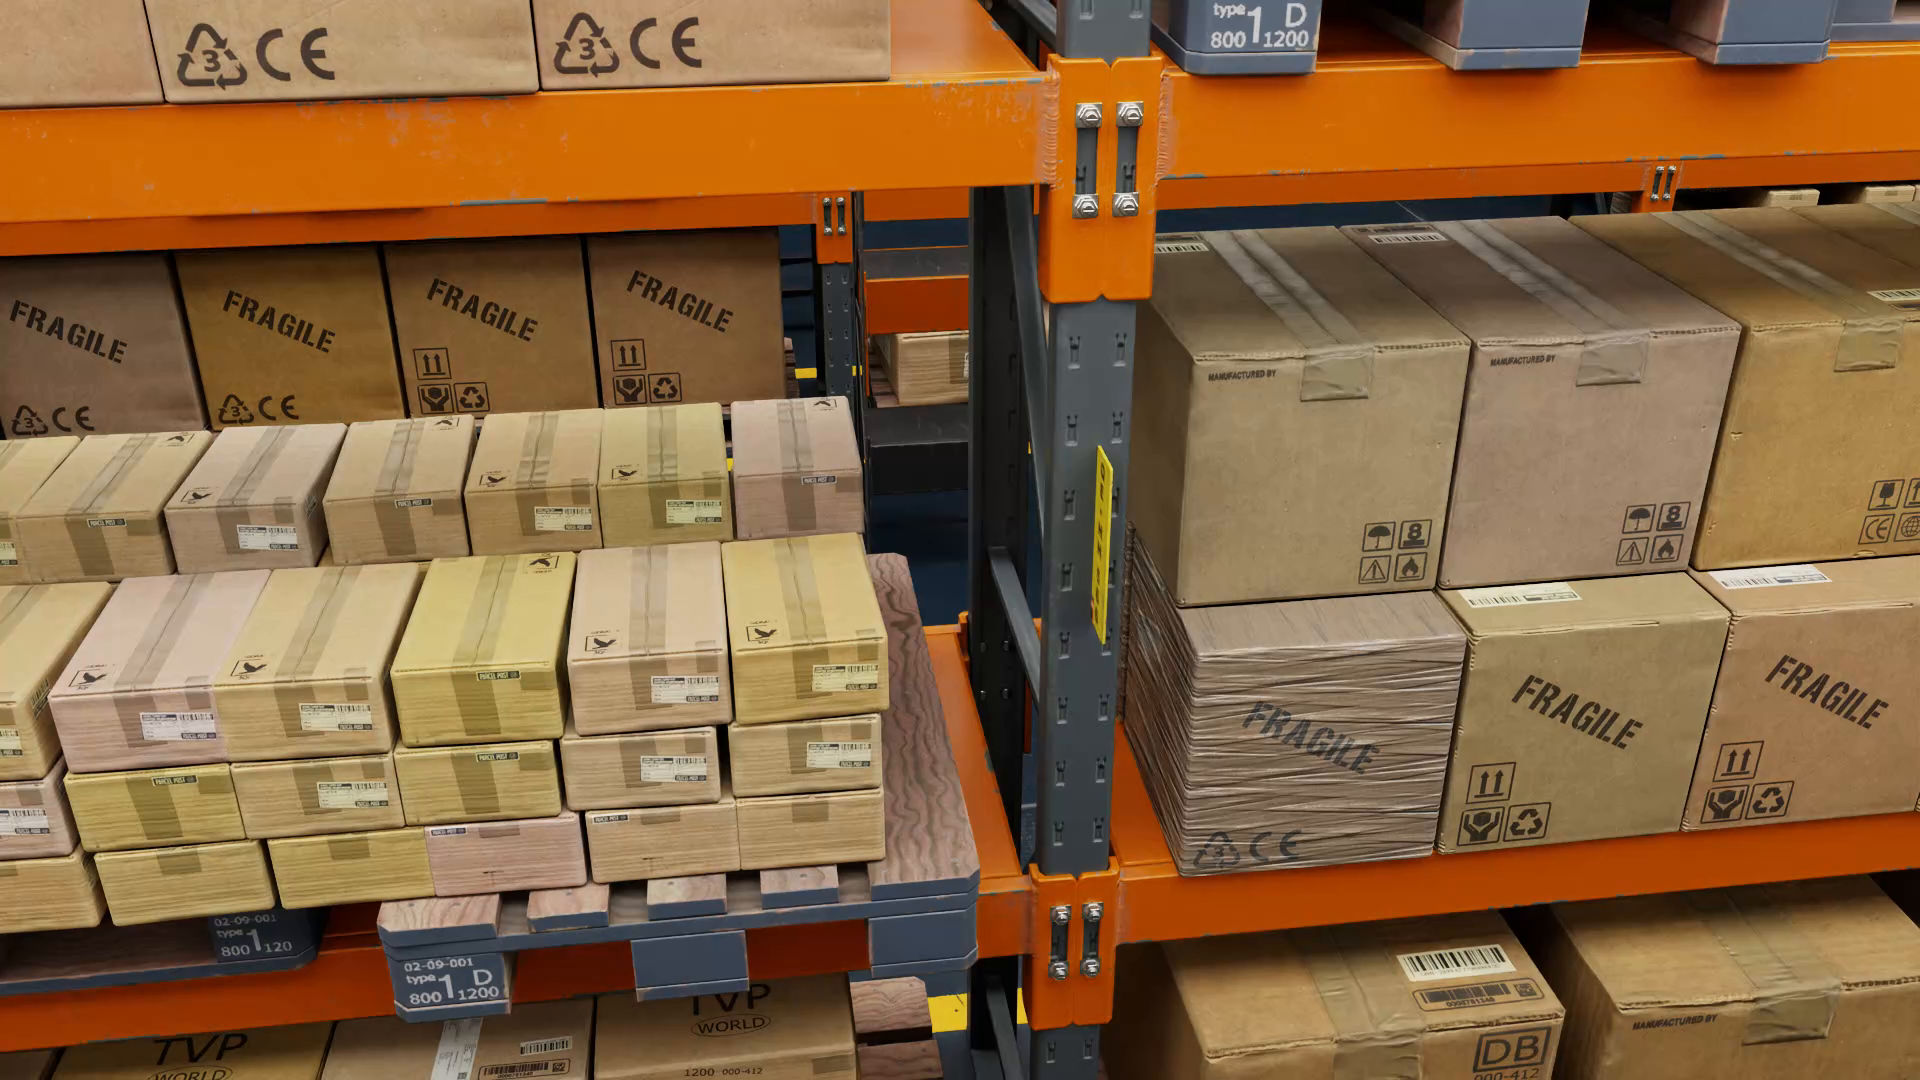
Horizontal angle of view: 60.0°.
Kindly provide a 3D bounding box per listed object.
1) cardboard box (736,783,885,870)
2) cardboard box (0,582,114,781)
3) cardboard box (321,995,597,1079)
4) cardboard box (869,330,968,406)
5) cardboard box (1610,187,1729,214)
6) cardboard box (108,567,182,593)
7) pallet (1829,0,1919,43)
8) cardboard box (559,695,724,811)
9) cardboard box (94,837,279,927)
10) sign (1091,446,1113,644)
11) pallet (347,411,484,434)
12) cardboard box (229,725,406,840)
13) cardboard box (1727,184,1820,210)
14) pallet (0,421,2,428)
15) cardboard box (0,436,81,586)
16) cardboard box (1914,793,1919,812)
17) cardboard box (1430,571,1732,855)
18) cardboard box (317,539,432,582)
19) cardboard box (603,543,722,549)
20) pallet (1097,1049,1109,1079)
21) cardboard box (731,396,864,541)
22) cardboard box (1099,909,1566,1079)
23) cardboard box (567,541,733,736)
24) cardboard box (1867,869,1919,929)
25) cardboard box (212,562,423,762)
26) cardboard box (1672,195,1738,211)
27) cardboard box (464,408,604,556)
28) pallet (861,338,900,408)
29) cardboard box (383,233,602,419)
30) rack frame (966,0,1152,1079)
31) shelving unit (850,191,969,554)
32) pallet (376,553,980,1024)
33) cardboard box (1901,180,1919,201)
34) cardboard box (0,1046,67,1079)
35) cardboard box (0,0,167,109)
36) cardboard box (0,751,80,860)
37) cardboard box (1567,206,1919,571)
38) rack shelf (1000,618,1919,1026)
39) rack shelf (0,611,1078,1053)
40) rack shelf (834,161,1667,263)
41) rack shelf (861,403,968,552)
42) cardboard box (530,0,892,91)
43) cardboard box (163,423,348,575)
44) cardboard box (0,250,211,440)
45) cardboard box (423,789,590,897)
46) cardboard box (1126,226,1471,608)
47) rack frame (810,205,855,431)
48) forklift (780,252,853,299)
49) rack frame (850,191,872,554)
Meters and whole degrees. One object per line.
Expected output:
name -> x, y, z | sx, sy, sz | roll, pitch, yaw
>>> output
cardboard box -> -0.275, 0.409, 2.982 | 0.250, 0.149, 0.380 | -3, 27, -6
cardboard box -> -1.553, 0.225, 2.689 | 0.250, 0.149, 0.380 | -2, 27, -5
cardboard box -> -0.990, 1.036, 3.402 | 0.500, 0.250, 0.500 | -3, 27, -6
cardboard box -> -0.079, -1.035, 8.401 | 0.625, 0.372, 0.950 | -5, 28, -11
cardboard box -> 3.869, -1.697, 9.002 | 0.500, 0.500, 0.500 | -4, 27, -8
cardboard box -> -1.632, 0.060, 3.336 | 0.250, 0.149, 0.380 | -4, 27, -8
pallet -> 1.887, -1.143, 3.113 | 1.213, 0.211, 1.003 | -2, 27, -5
cardboard box -> -0.540, 0.293, 2.883 | 0.250, 0.149, 0.380 | -3, 27, -5
cardboard box -> -1.289, 0.473, 2.858 | 0.250, 0.149, 0.380 | -5, 28, -9
sign -> 0.234, 0.010, 2.764 | 0.005, 0.325, 0.100 | -4, 27, -7
pallet -> -2.637, -0.653, 8.292 | 1.213, 0.211, 1.003 | -4, 27, -7
cardboard box -> -1.048, 0.326, 2.818 | 0.250, 0.149, 0.380 | -4, 27, -7
cardboard box -> 4.075, -1.723, 8.342 | 0.250, 0.149, 0.380 | -3, 27, -6
pallet -> -5.365, -0.478, 7.951 | 1.213, 0.211, 1.003 | -4, 27, -7
cardboard box -> -1.884, -0.054, 3.234 | 0.250, 0.149, 0.380 | -4, 27, -8
cardboard box -> 2.128, 0.198, 3.469 | 0.500, 0.500, 0.500 | -4, 27, -8
cardboard box -> 1.135, 0.260, 3.347 | 0.500, 0.500, 0.500 | -4, 27, -8
cardboard box -> -1.139, 0.030, 3.394 | 0.250, 0.149, 0.380 | -4, 27, -7
cardboard box -> -0.626, -0.004, 3.462 | 0.250, 0.149, 0.380 | -2, 27, -5
pallet -> 0.941, 1.470, 4.155 | 1.213, 0.211, 1.003 | -4, 27, -7
cardboard box -> -0.340, -0.153, 3.425 | 0.250, 0.149, 0.380 | -4, 27, -7
cardboard box -> 0.765, 1.061, 3.901 | 0.750, 0.750, 1.050 | -4, 27, -8
cardboard box -> -0.521, 0.159, 2.819 | 0.250, 0.149, 0.380 | -4, 27, -8
cardboard box -> 2.552, 0.944, 4.128 | 0.750, 0.750, 1.050 | -4, 27, -7
cardboard box -> -1.044, 0.194, 2.750 | 0.250, 0.149, 0.380 | -3, 27, -6
cardboard box -> 3.943, -1.453, 8.527 | 0.500, 0.500, 0.500 | -2, 27, -5
cardboard box -> -0.844, -0.121, 3.364 | 0.250, 0.149, 0.380 | -4, 27, -7
pallet -> 0.134, -0.795, 8.568 | 1.213, 0.211, 1.003 | -4, 27, -7
cardboard box -> -2.220, -1.167, 8.105 | 0.875, 0.875, 0.875 | -3, 27, -6
rack frame -> 0.149, 0.245, 3.487 | 0.127, 3.000, 1.000 | -4, 27, -7
shelving unit -> -0.164, -0.924, 6.750 | 0.503, 2.100, 0.431 | -4, 27, -7
pallet -> -0.541, 0.424, 3.348 | 1.003, 0.211, 1.213 | -4, 27, -7
cardboard box -> 4.850, -1.775, 8.443 | 0.250, 0.149, 0.380 | -2, 27, -4
cardboard box -> -2.010, 1.098, 3.281 | 0.500, 0.250, 0.500 | -3, 27, -5
cardboard box -> -1.370, -0.915, 2.353 | 0.500, 0.500, 0.500 | -4, 27, -7
cardboard box -> -1.553, 0.358, 2.756 | 0.250, 0.149, 0.380 | -3, 27, -6
cardboard box -> 1.604, -0.335, 3.412 | 0.500, 0.500, 0.700 | -4, 27, -8
rack shelf -> 2.130, 0.438, 3.899 | 4.000, 0.370, 1.077 | -4, 27, -7
rack shelf -> -1.831, 0.692, 3.403 | 4.000, 0.370, 1.077 | -4, 27, -7
rack shelf -> 1.340, -1.793, 8.248 | 4.000, 0.370, 1.077 | -4, 27, -7
rack shelf -> -0.164, -0.289, 7.076 | 0.480, 0.518, 0.431 | -4, 27, -7
cardboard box -> -0.381, -0.983, 2.485 | 0.500, 0.500, 0.500 | -4, 27, -7
cardboard box -> -1.374, -0.086, 3.296 | 0.250, 0.149, 0.380 | -2, 27, -5
cardboard box -> -3.998, -1.049, 7.876 | 0.875, 0.875, 0.875 | -3, 27, -6
cardboard box -> -0.776, 0.441, 2.921 | 0.250, 0.149, 0.380 | -3, 27, -6
cardboard box -> 0.595, -0.268, 3.283 | 0.500, 0.500, 0.700 | -4, 27, -7
rack frame -> -0.640, -1.986, 7.835 | 0.127, 3.000, 1.000 | -4, 27, -7
forklift -> -2.145, -2.619, 9.144 | 3.031, 2.935, 1.130 | -4, 27, -7
rack frame -> -0.406, -0.908, 6.720 | 0.015, 2.100, 0.400 | -4, 27, -7
